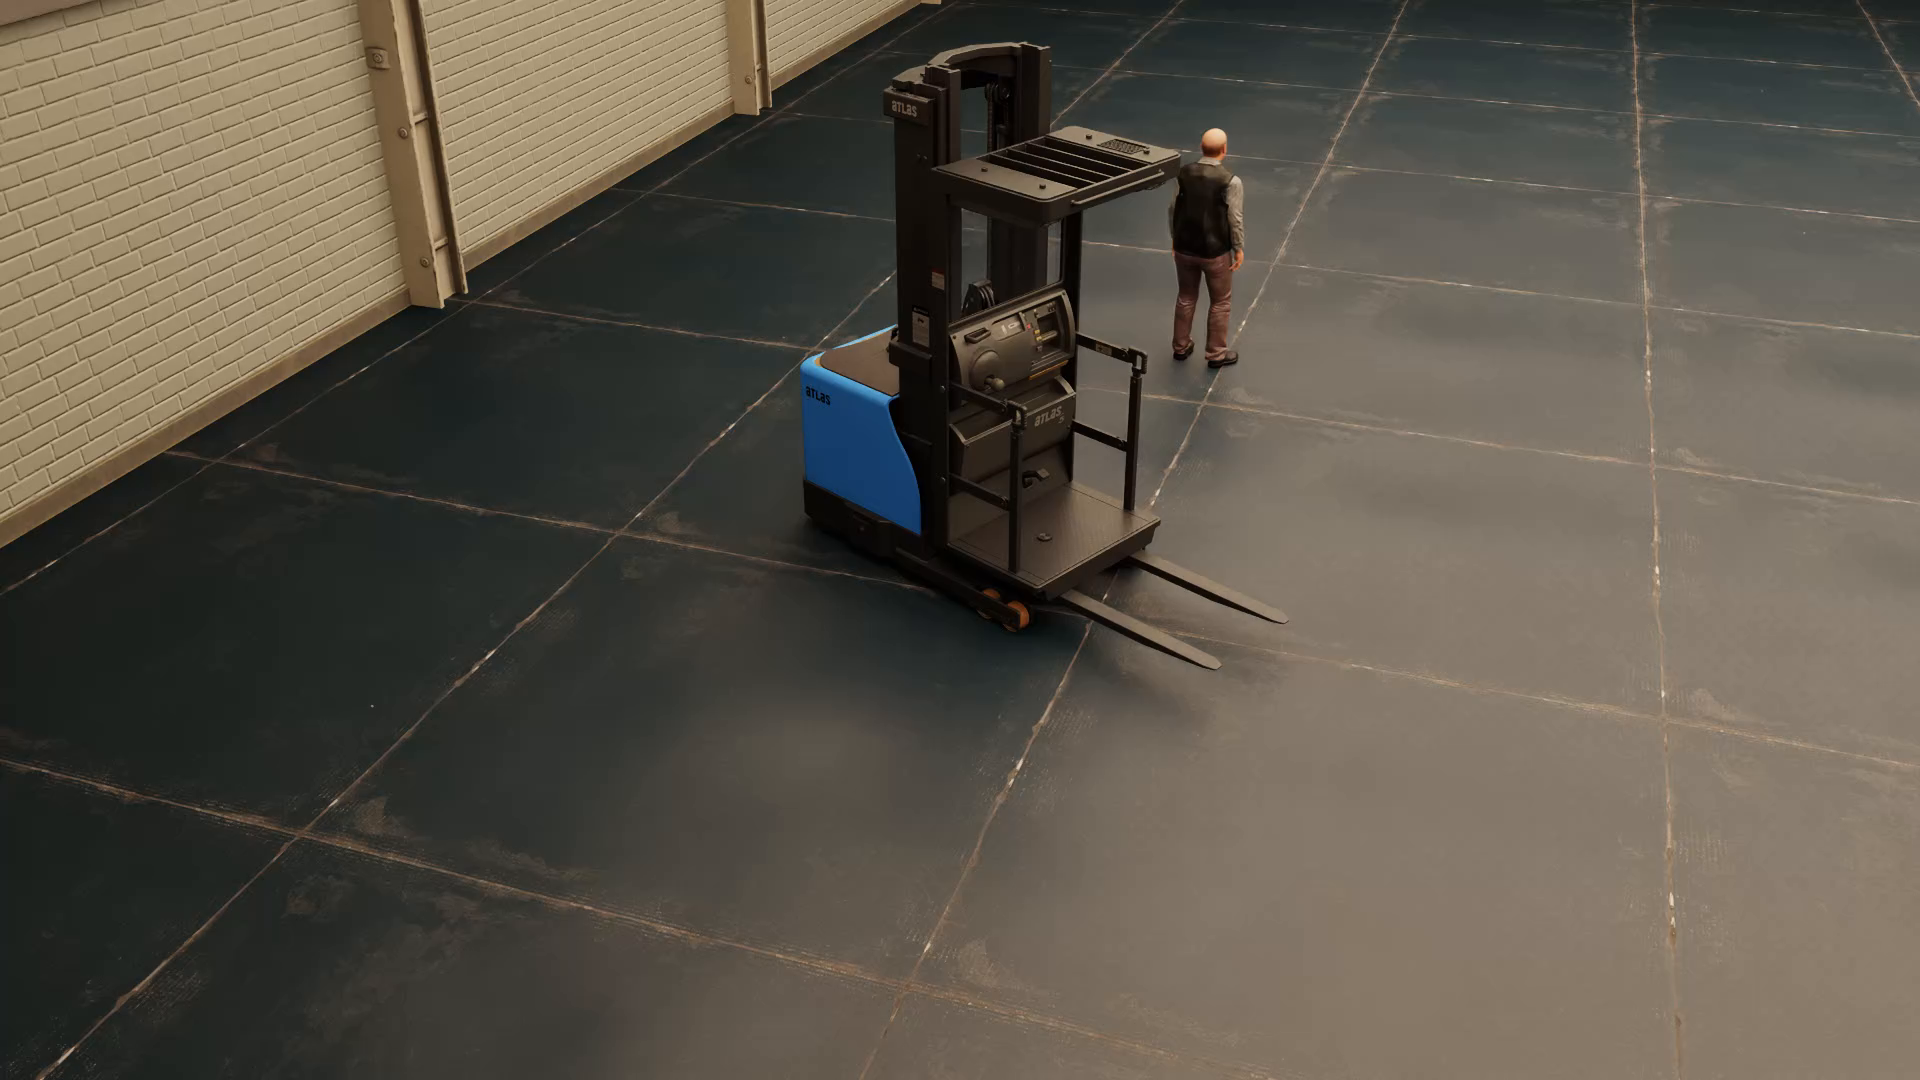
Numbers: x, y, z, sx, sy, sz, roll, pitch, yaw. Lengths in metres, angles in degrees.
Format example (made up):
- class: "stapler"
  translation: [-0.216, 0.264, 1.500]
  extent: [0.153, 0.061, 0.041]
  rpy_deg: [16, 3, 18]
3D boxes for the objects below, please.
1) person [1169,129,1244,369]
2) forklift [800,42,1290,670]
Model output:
- class: "person"
  translation: [1.768, -2.103, 12.048]
  extent: [0.580, 1.721, 0.415]
  rpy_deg: [19, 35, 30]
- class: "forklift"
  translation: [0.449, -1.058, 8.992]
  extent: [3.031, 2.935, 1.130]
  rpy_deg: [26, 38, 37]
